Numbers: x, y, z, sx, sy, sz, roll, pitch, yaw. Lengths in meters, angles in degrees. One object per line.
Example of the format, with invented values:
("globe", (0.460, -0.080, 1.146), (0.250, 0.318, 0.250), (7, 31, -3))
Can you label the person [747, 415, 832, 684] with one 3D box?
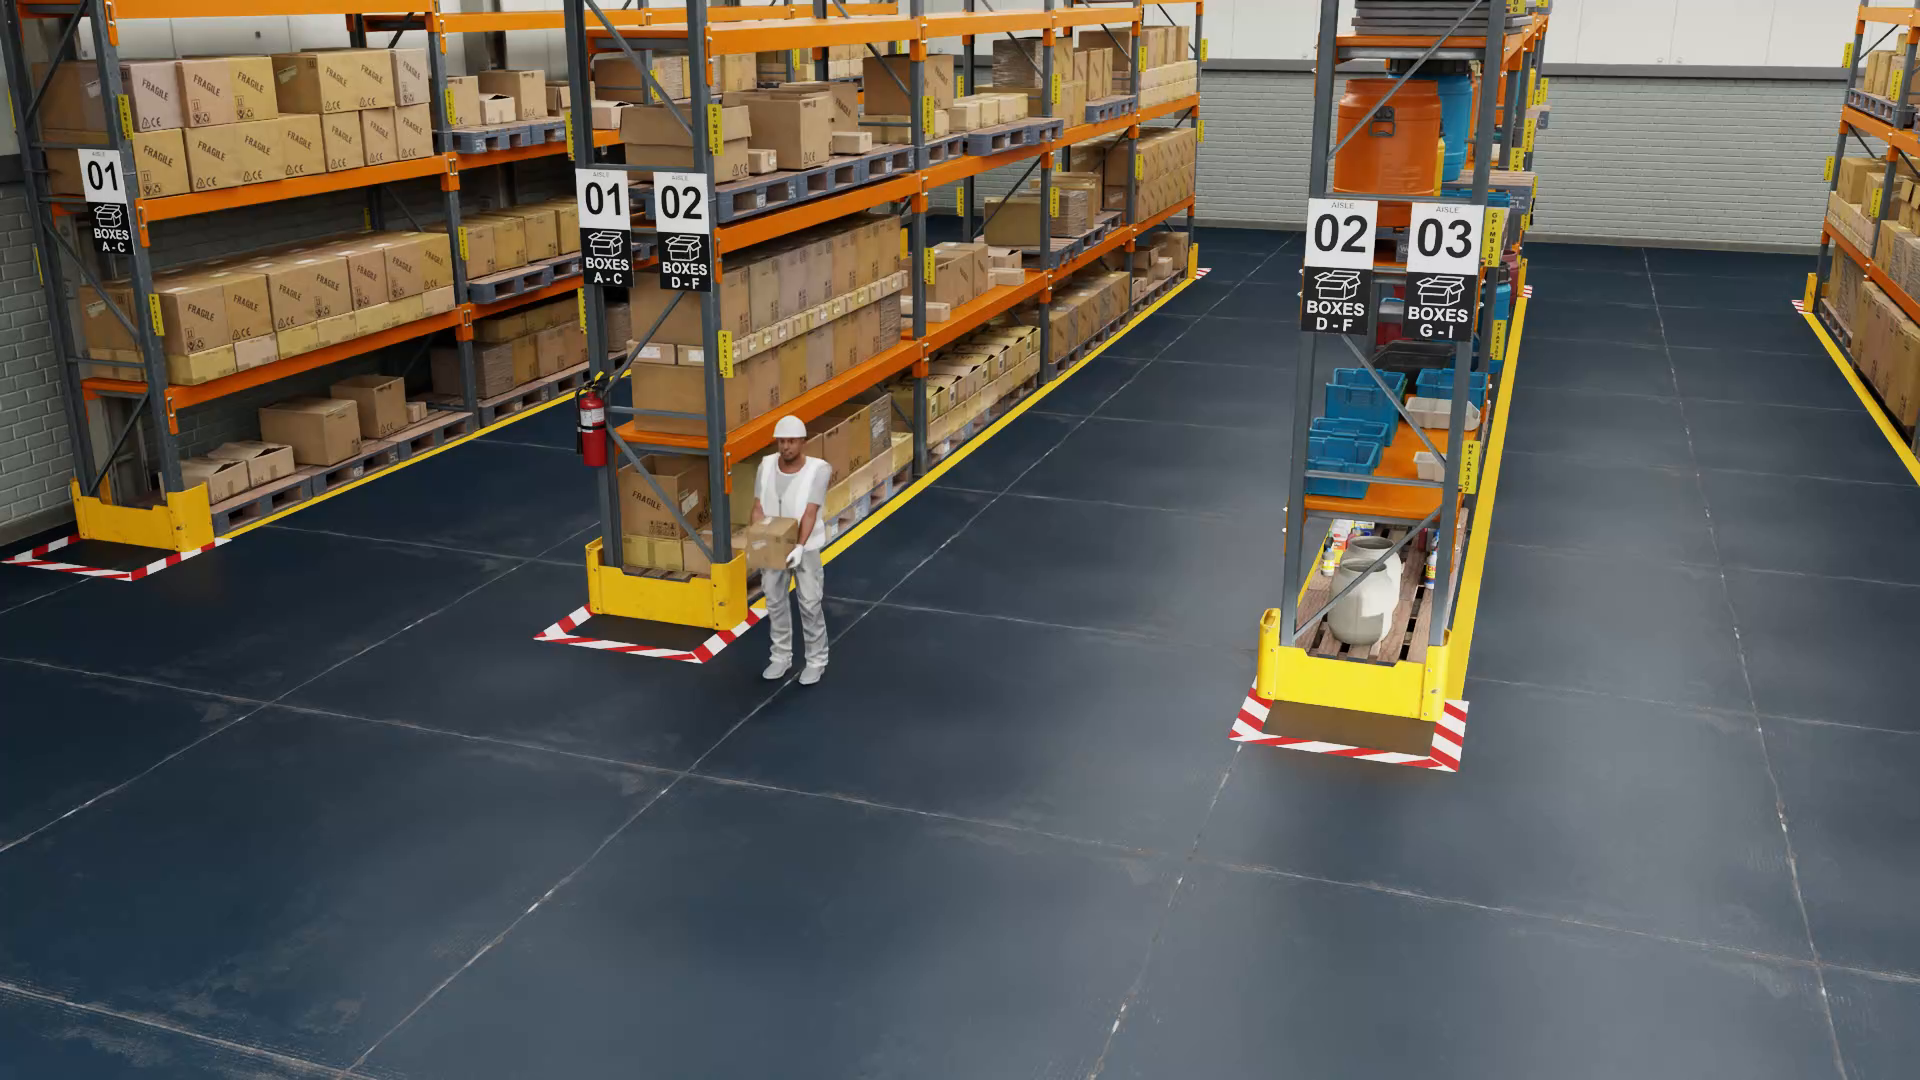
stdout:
("person", (-1.114, 0.082, 10.783), (0.491, 1.782, 0.580), (6, 19, 18))
